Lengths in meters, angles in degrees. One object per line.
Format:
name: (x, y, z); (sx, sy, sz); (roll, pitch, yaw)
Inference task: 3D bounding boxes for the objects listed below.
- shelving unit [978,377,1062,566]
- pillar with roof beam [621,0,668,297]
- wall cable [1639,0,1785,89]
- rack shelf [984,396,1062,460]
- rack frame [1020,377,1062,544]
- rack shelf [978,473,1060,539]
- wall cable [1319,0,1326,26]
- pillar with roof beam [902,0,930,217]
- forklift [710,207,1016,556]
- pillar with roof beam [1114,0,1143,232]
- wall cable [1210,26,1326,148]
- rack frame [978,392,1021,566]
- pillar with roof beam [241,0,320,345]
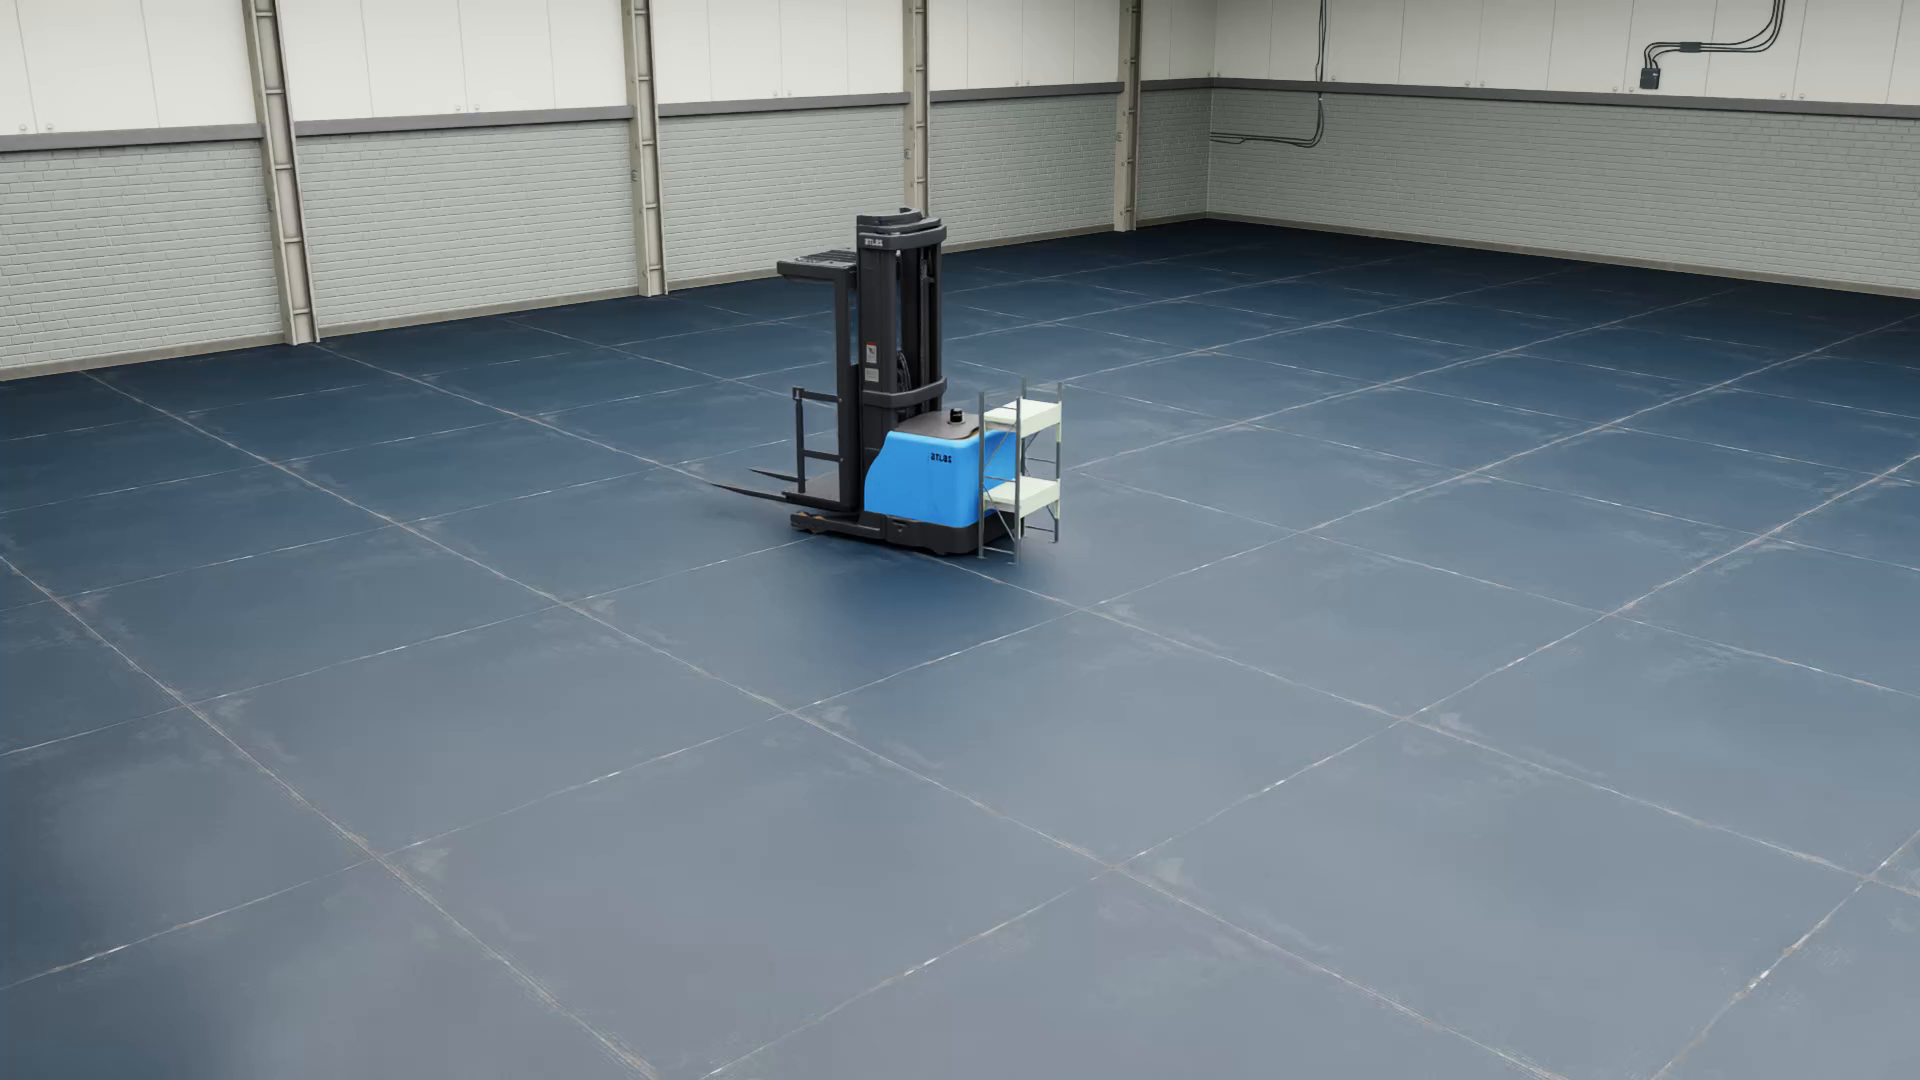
shelving unit: (0.533, -0.619, 14.728); (0.431, 1.500, 0.755); (11, 21, 30)
pillar with roof beam: (-2.213, -7.456, 23.657); (0.400, 9.000, 9.100); (-16, 24, -41)
wall cable: (13.108, -10.779, 28.390); (0.169, 6.003, 2.305); (-16, 24, -41)
rack shelf: (0.534, -0.991, 14.607); (0.431, 0.370, 0.720); (11, 21, 30)
rack frame: (0.727, -0.715, 15.023); (0.400, 1.500, 0.023); (11, 21, 30)
rack shelf: (0.533, -0.309, 14.829); (0.431, 0.370, 0.720); (11, 21, 30)
wall cable: (8.456, -11.611, 33.317); (0.112, 2.526, 3.097); (-16, 24, -41)
pillar with roof beam: (2.146, -8.728, 27.578); (0.400, 9.000, 9.100); (-16, 24, -41)
forklift: (-0.983, -1.577, 15.361); (3.031, 2.935, 1.130); (11, 21, 30)
pillar with roof beam: (6.506, -9.999, 31.500); (0.400, 9.000, 9.100); (-16, 24, -41)
wall cable: (6.598, -9.815, 35.966); (0.112, 2.526, 3.097); (-16, 24, -41)
rack frame: (0.340, -0.524, 14.432); (0.400, 1.500, 0.023); (11, 21, 30)
pillar with roof beam: (-6.573, -6.185, 19.736); (0.400, 9.000, 9.100); (-16, 24, -41)
